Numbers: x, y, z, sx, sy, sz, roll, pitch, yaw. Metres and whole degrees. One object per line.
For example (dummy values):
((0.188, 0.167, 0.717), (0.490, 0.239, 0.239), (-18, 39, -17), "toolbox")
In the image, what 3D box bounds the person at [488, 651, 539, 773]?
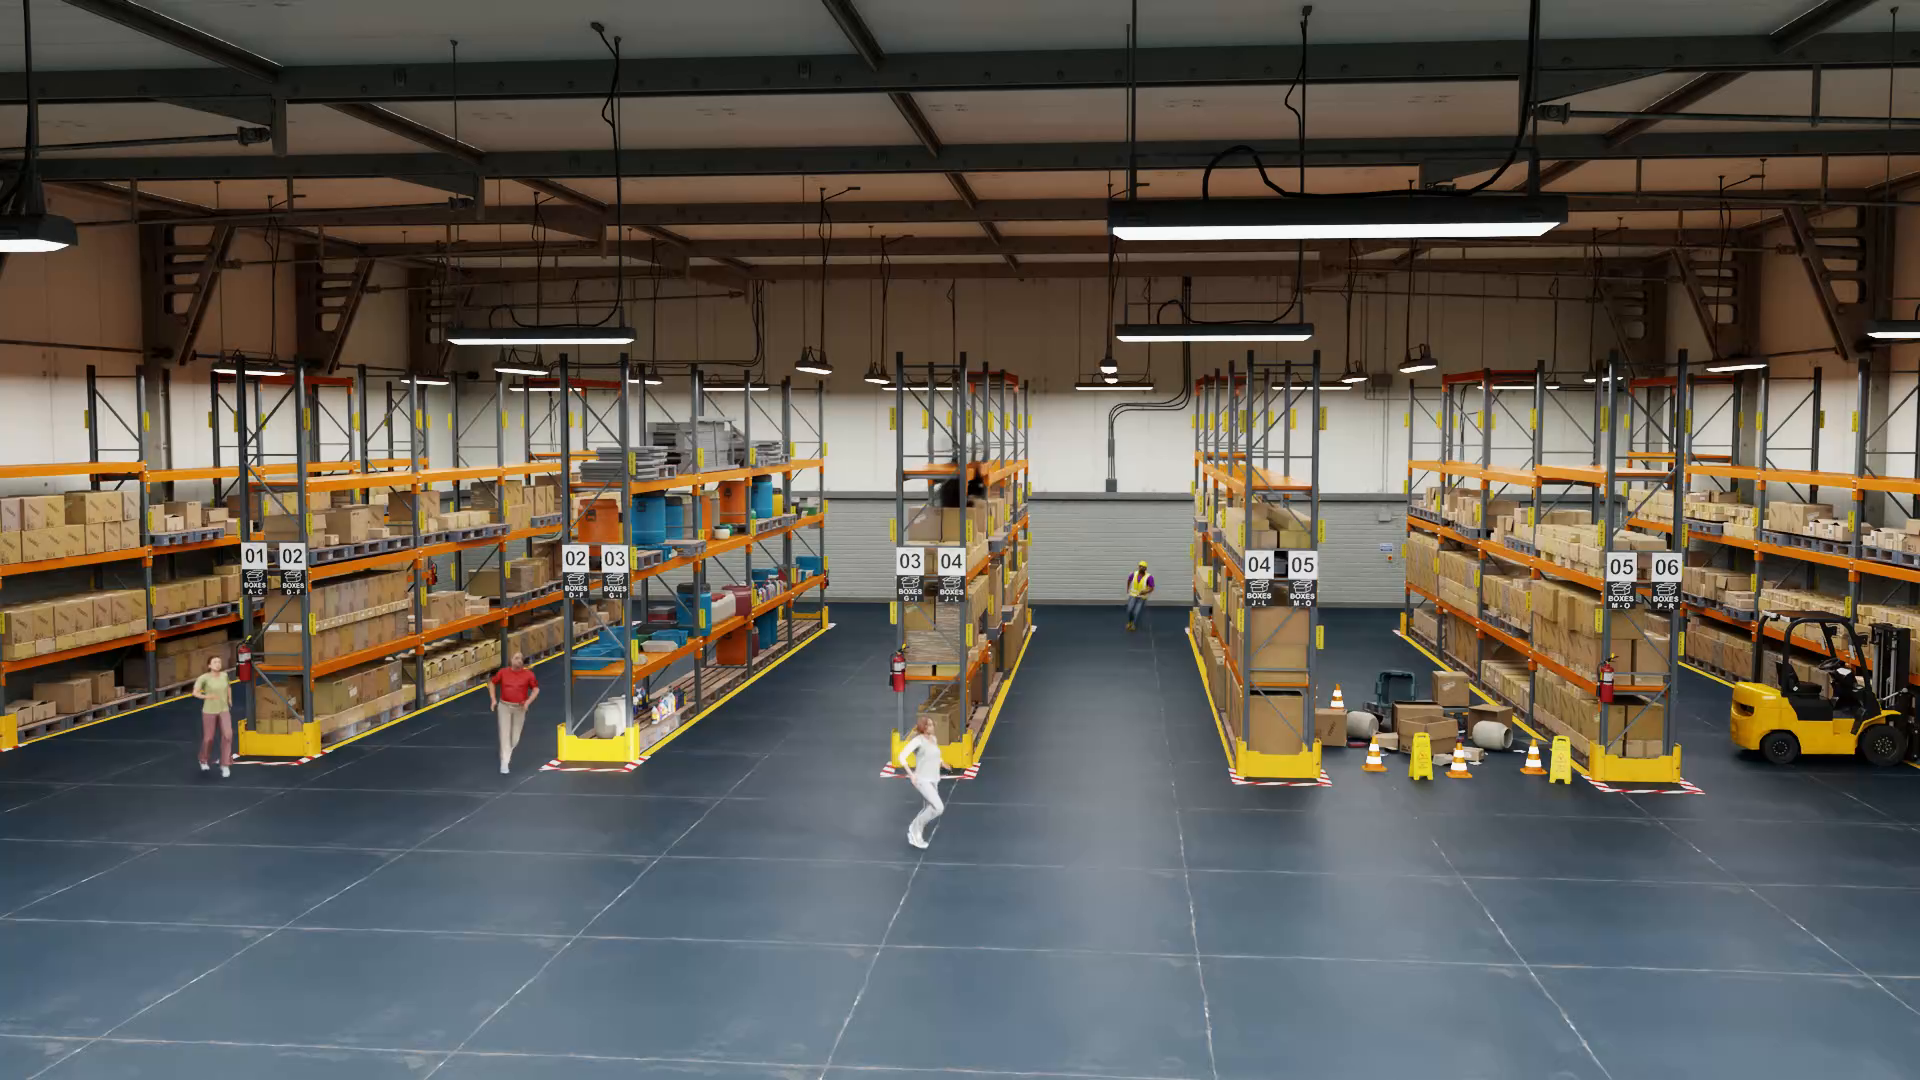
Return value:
((-6.448, 2.462, 24.059), (0.703, 1.708, 0.750), (-1, 4, -18), "person")

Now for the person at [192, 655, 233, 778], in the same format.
((-10.568, 2.484, 23.592), (0.586, 1.684, 0.813), (-4, 5, -42), "person")

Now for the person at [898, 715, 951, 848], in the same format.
((-0.374, 2.833, 19.400), (0.602, 1.566, 0.520), (2, 5, 31), "person")

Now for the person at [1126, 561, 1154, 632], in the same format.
((4.252, 1.352, 39.411), (0.728, 1.710, 0.549), (2, 4, 22), "person")
